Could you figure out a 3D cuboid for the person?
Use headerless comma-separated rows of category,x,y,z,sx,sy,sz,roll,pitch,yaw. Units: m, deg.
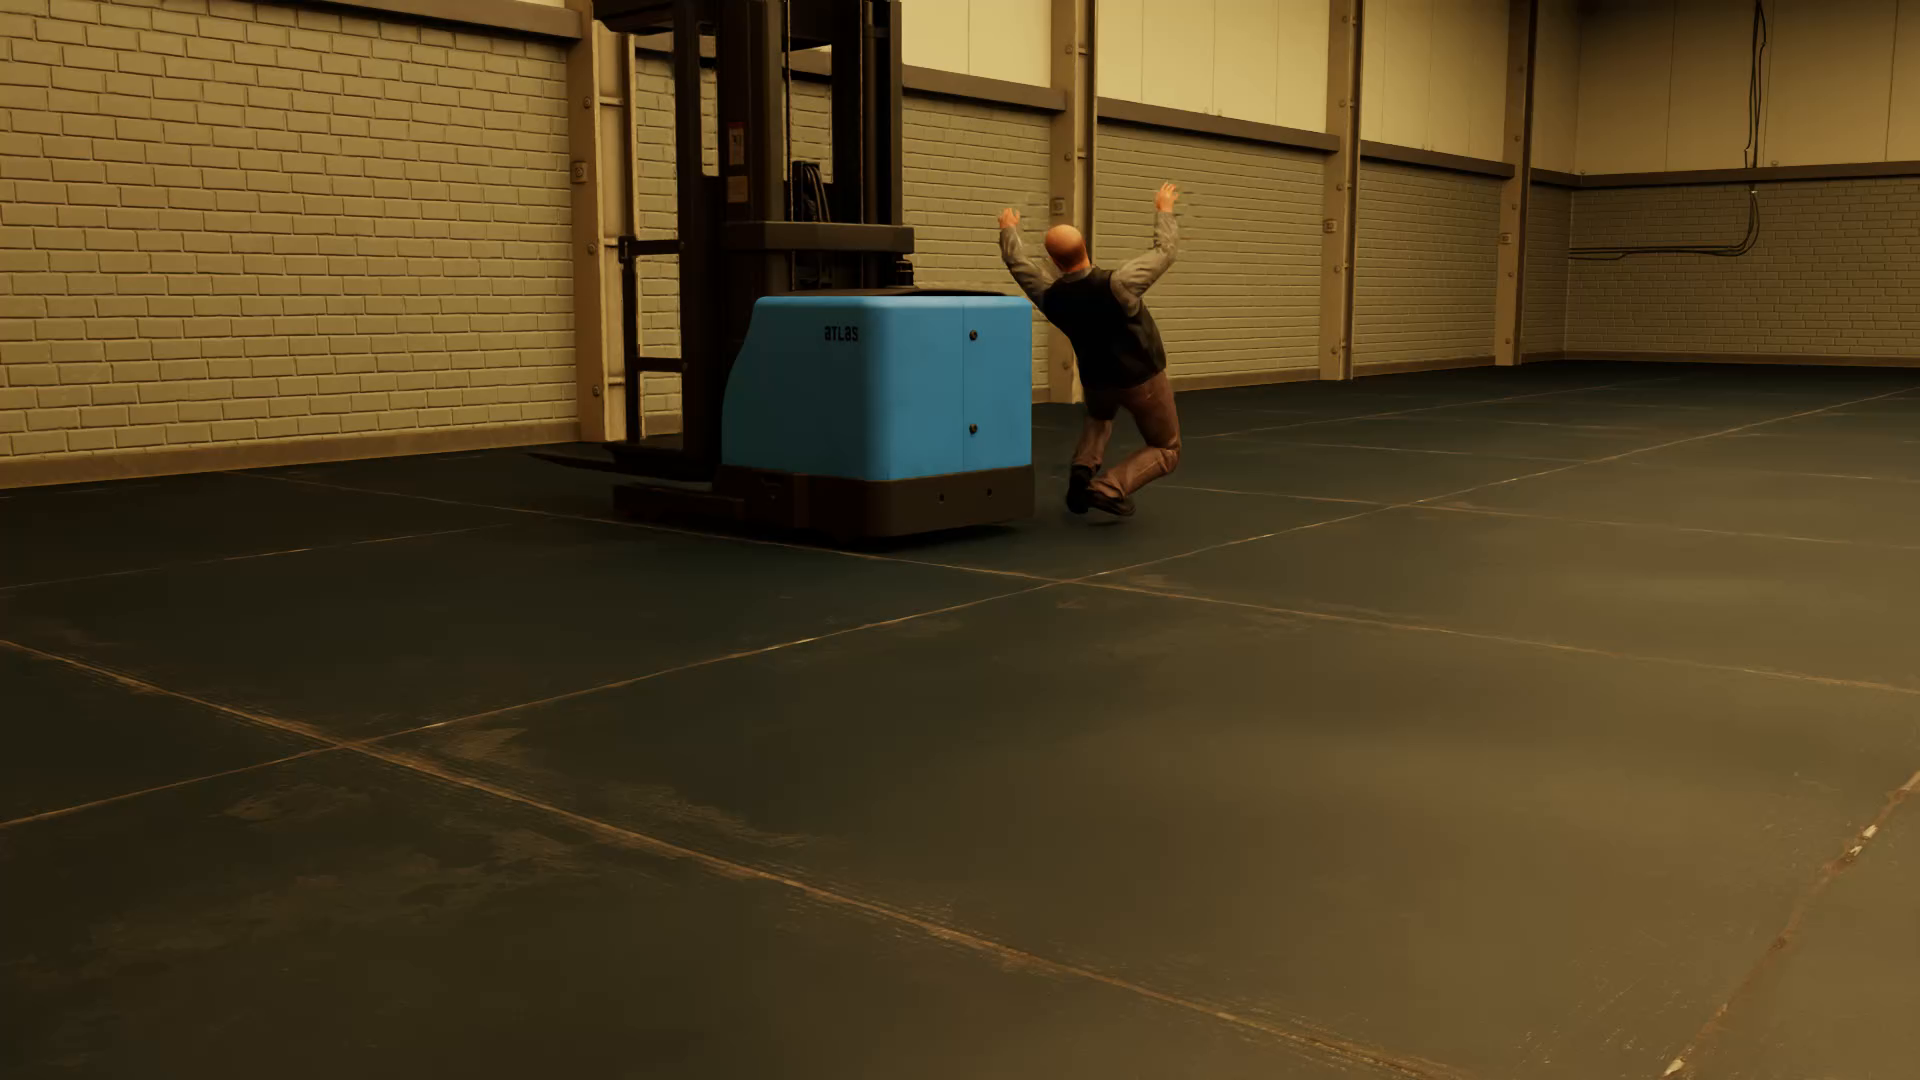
person,0.613,-0.903,8.073,1.004,1.626,0.787,7,11,40

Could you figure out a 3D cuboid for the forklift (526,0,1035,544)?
forklift,-1.065,-1.590,8.146,3.031,2.935,1.130,8,12,43
